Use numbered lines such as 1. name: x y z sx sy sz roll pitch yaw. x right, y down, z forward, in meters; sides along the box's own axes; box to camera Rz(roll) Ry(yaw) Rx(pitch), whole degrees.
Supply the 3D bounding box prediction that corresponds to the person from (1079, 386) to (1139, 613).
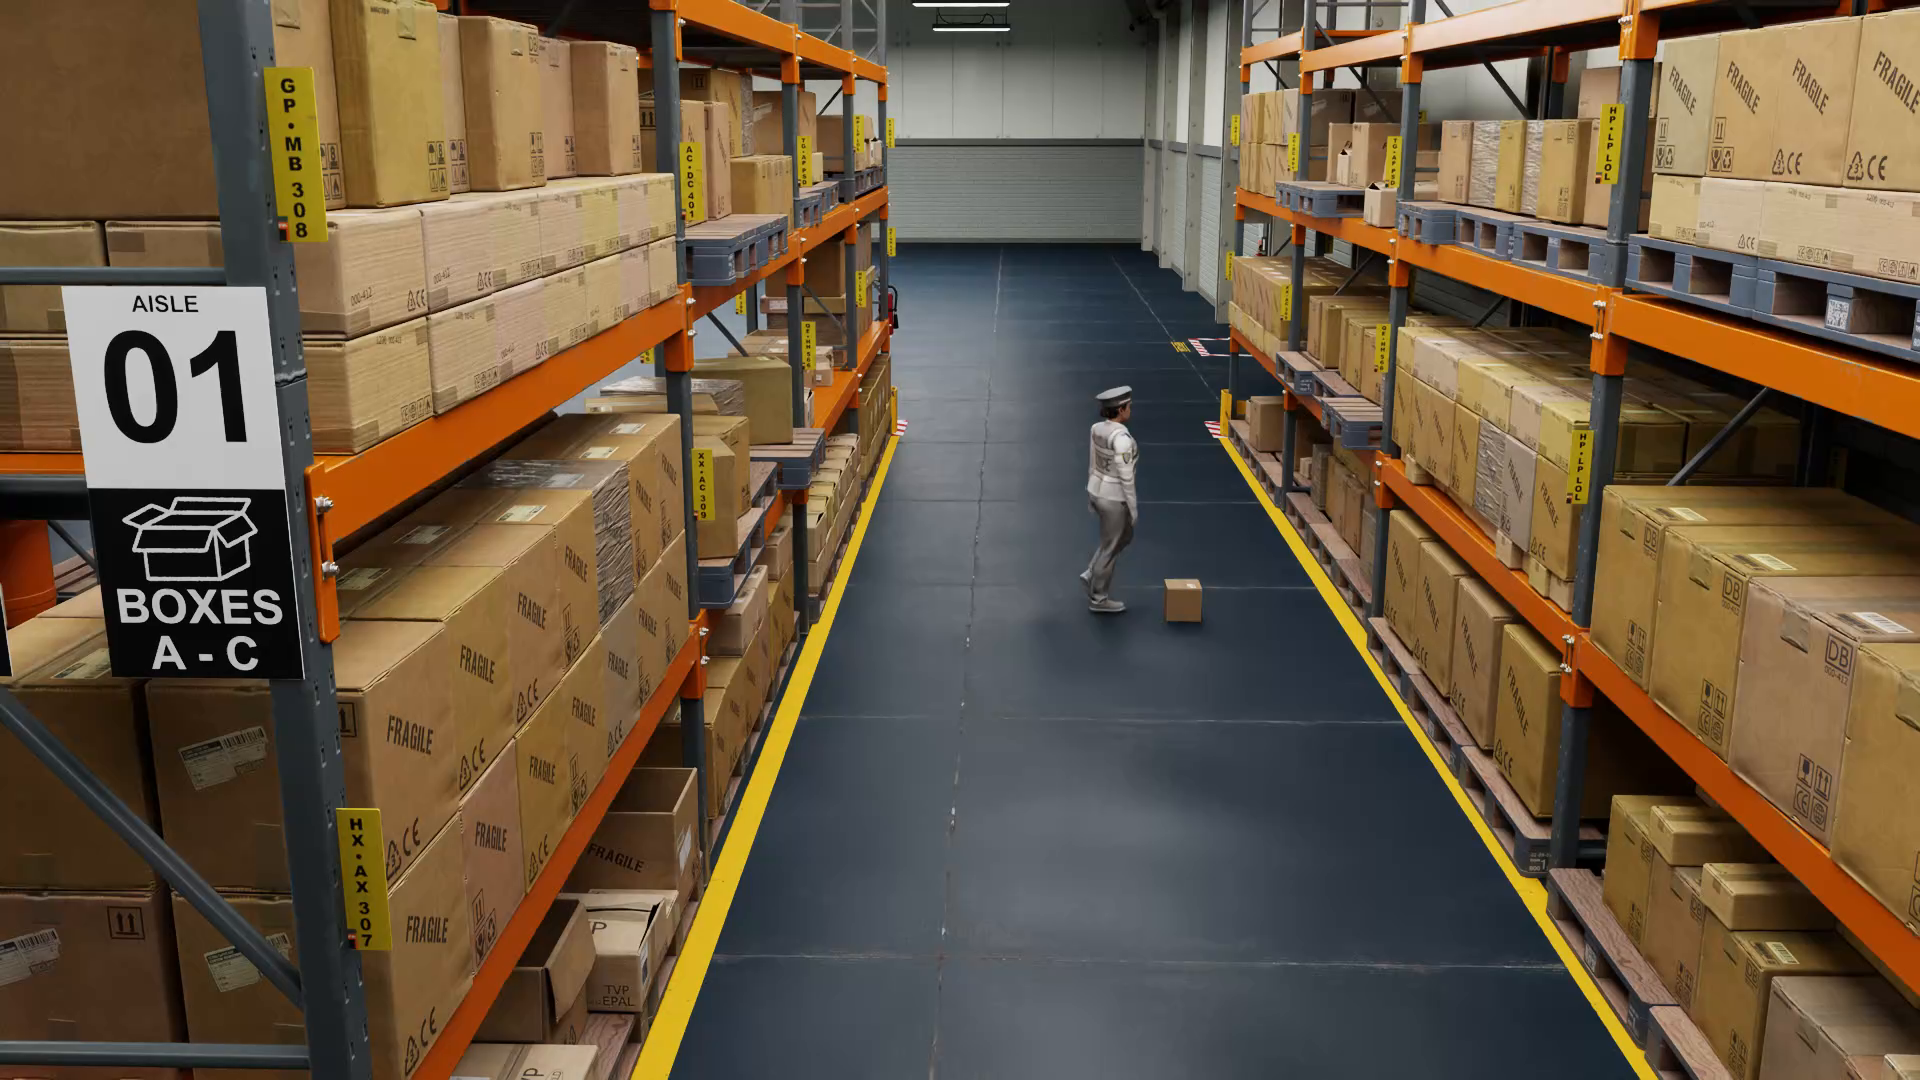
1. person: 1.141 -0.285 12.046 0.417 1.681 0.543 -5 15 -18
